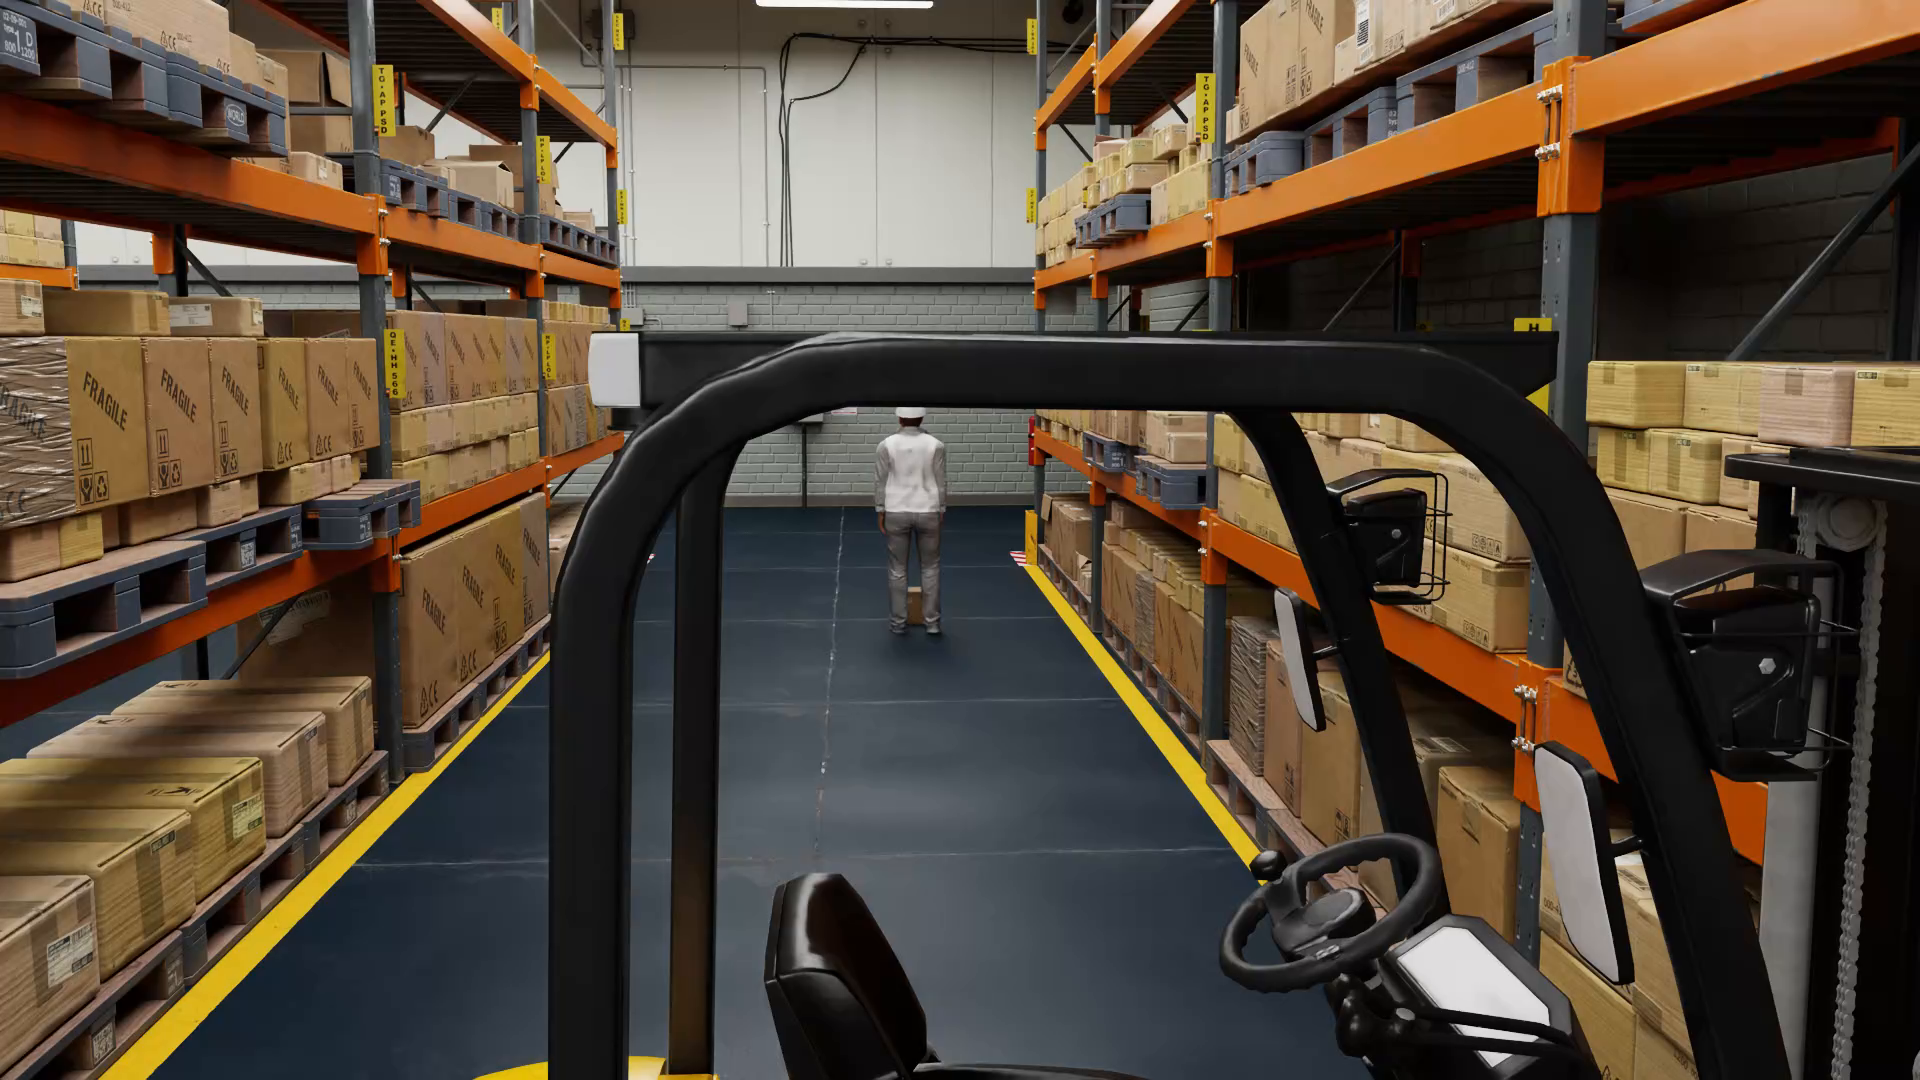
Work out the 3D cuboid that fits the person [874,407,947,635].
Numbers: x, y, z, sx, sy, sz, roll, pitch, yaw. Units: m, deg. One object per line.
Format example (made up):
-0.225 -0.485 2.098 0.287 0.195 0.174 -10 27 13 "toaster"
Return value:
-0.364 -0.179 12.264 0.534 1.799 0.361 0 7 -2 "person"
